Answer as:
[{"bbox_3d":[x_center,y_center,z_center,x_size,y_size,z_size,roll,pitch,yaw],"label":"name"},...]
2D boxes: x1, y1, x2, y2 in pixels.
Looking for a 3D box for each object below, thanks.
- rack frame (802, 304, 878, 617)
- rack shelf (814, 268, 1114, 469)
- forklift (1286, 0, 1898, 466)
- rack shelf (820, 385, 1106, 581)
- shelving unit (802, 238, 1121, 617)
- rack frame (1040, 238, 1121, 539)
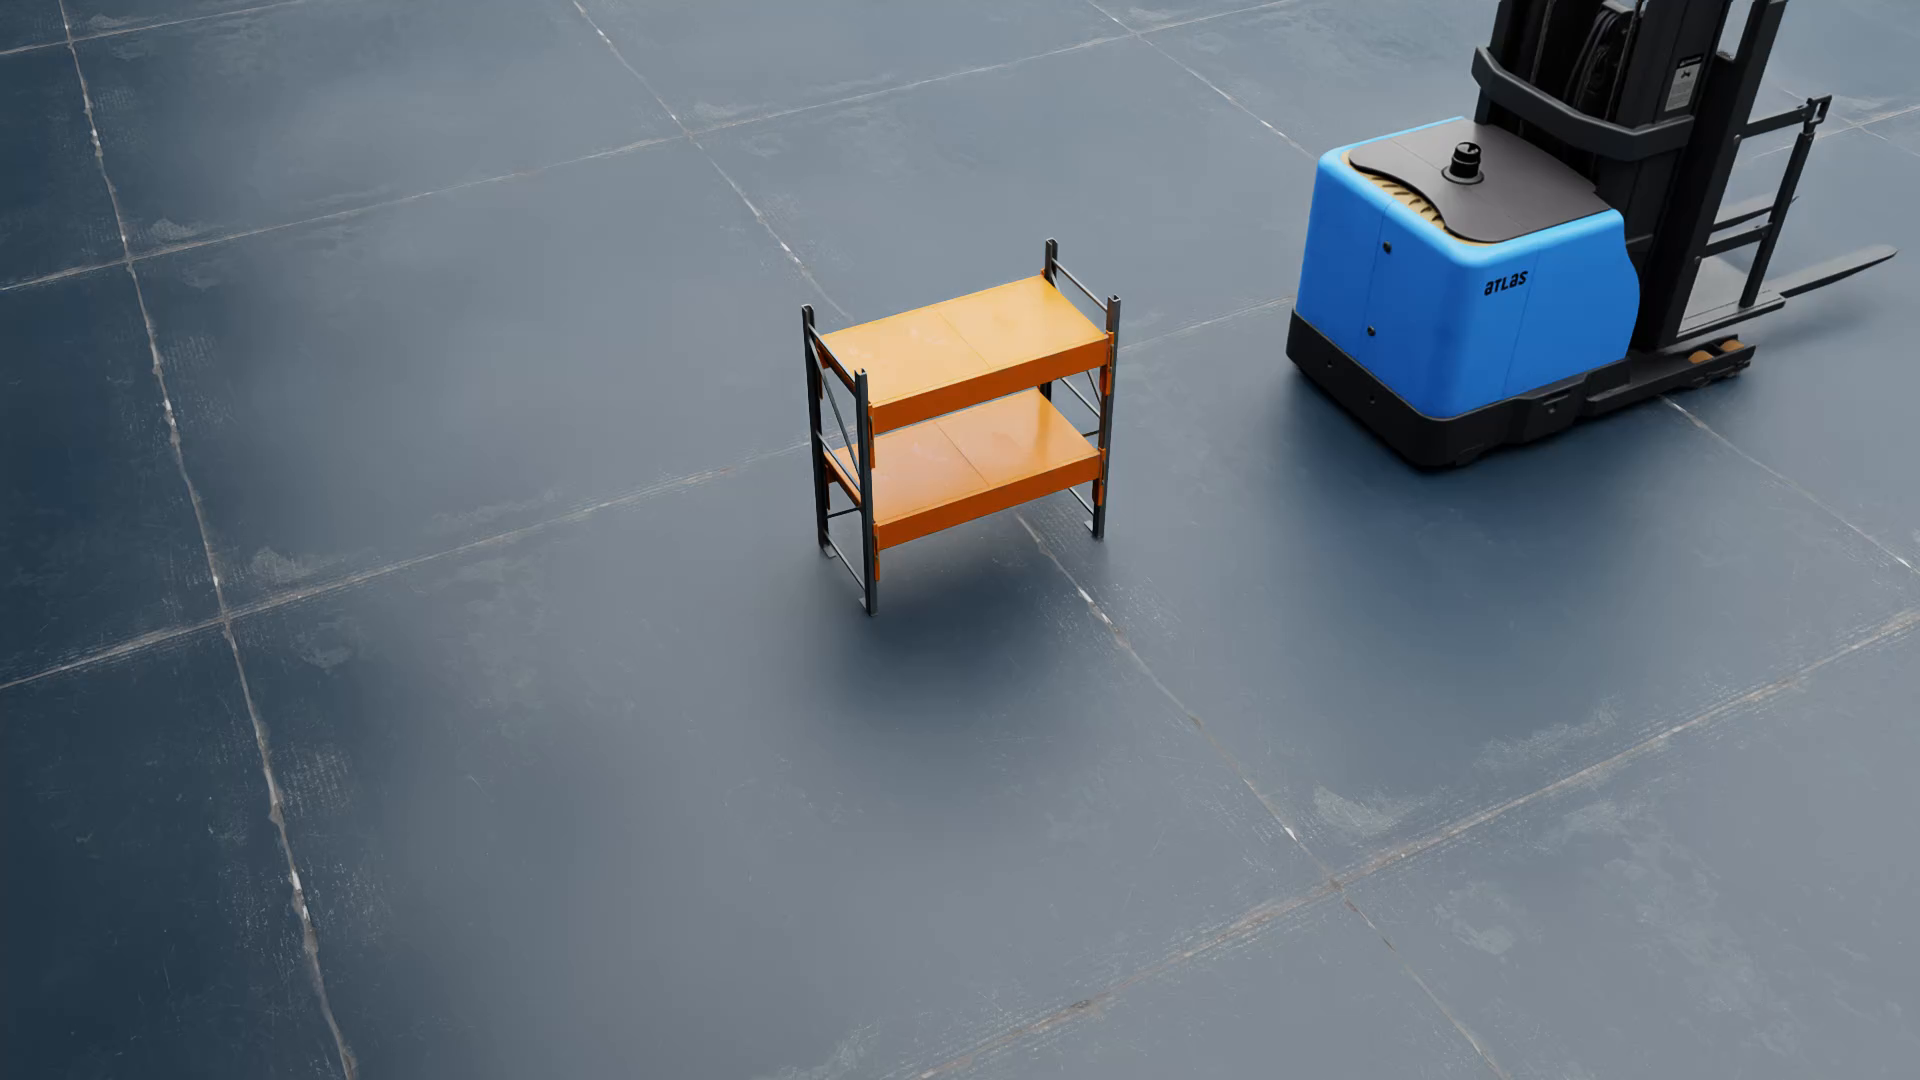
[{"bbox_3d":[-0.445,-0.280,6.210,0.032,1.125,0.500,-19,44,-21],"label":"rack frame"},{"bbox_3d":[0.006,-0.655,6.200,1.000,0.278,0.538,-19,44,-21],"label":"rack shelf"},{"bbox_3d":[3.050,-2.097,6.959,3.031,2.935,1.130,-18,44,-20],"label":"forklift"},{"bbox_3d":[0.006,-0.245,6.547,1.000,0.278,0.538,-19,44,-21],"label":"rack shelf"},{"bbox_3d":[0.006,-0.431,6.389,1.048,1.125,0.538,-19,44,-21],"label":"shelving unit"},{"bbox_3d":[0.457,-0.583,6.568,0.032,1.125,0.500,-19,44,-21],"label":"rack frame"}]
